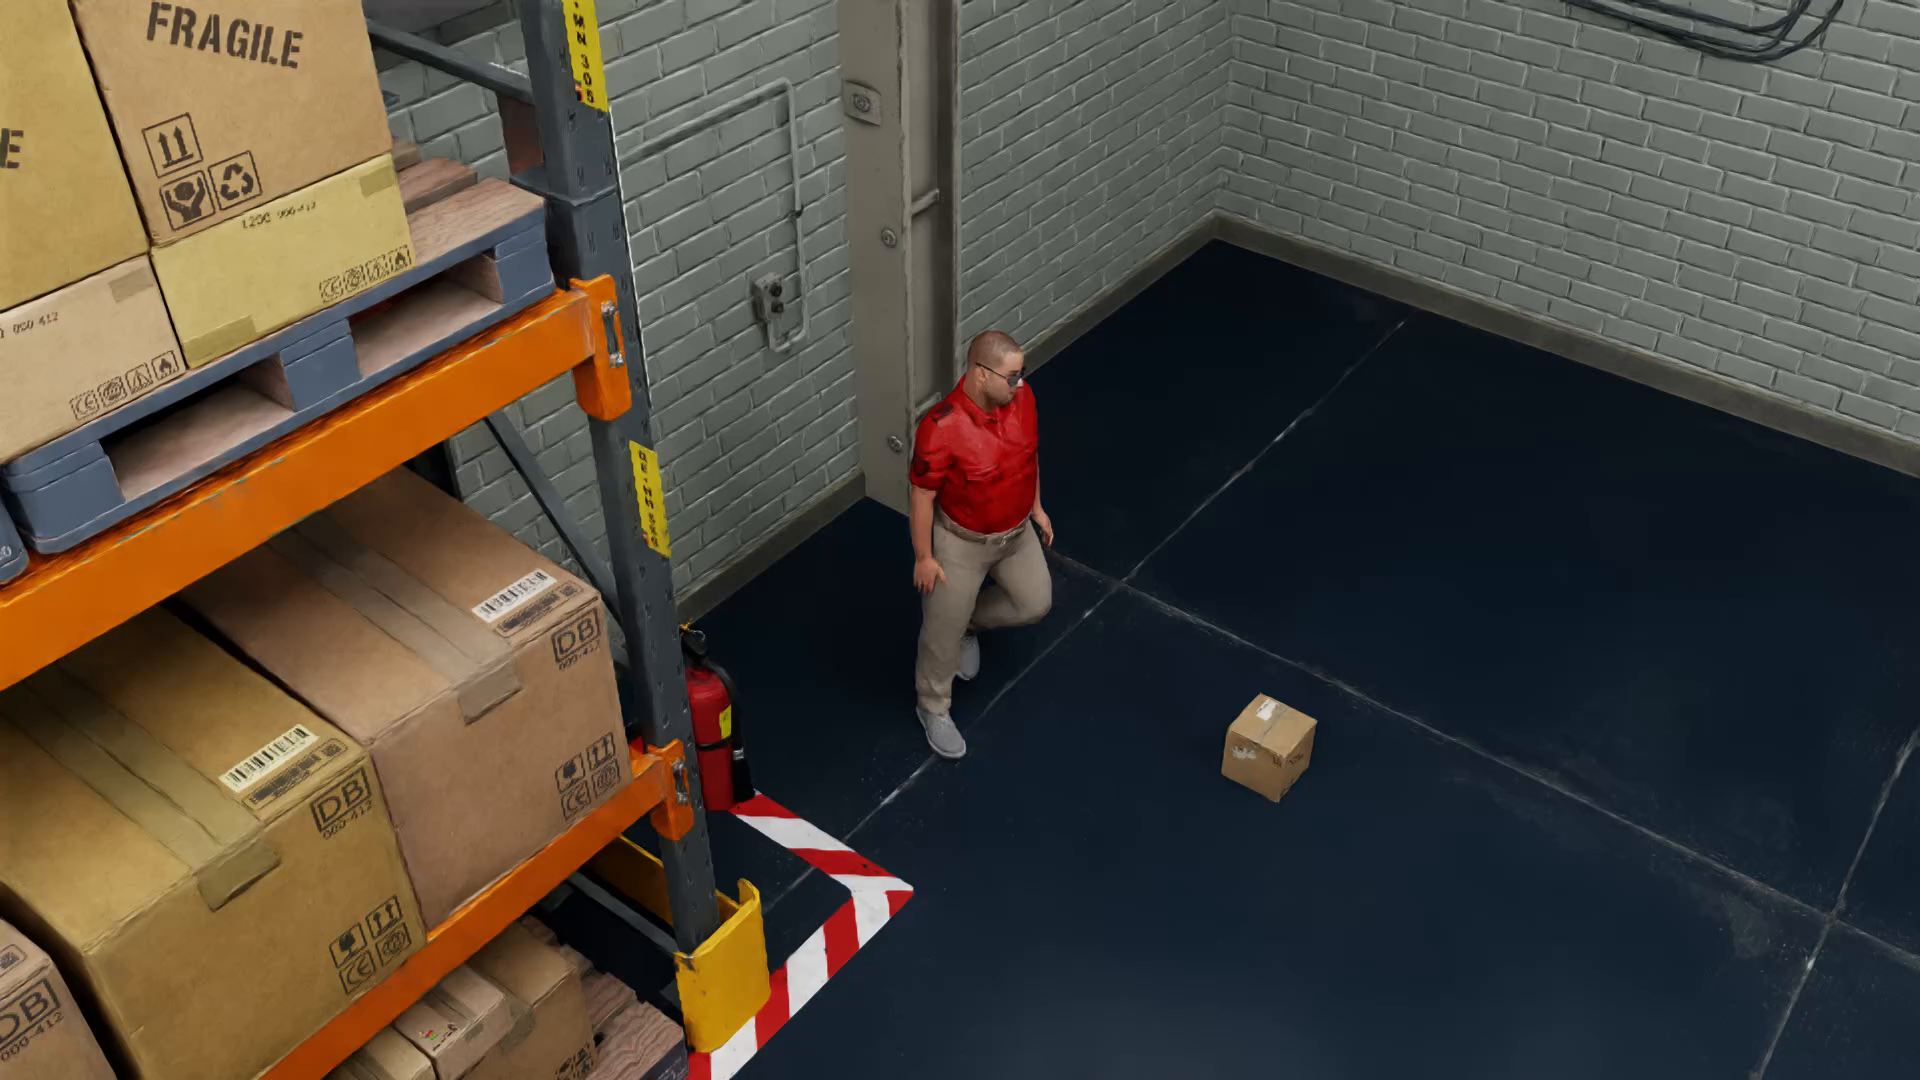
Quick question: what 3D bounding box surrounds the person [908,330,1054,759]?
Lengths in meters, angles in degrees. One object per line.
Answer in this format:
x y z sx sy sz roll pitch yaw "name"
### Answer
0.045 -0.036 6.190 0.631 1.718 0.493 -29 47 -31 "person"
